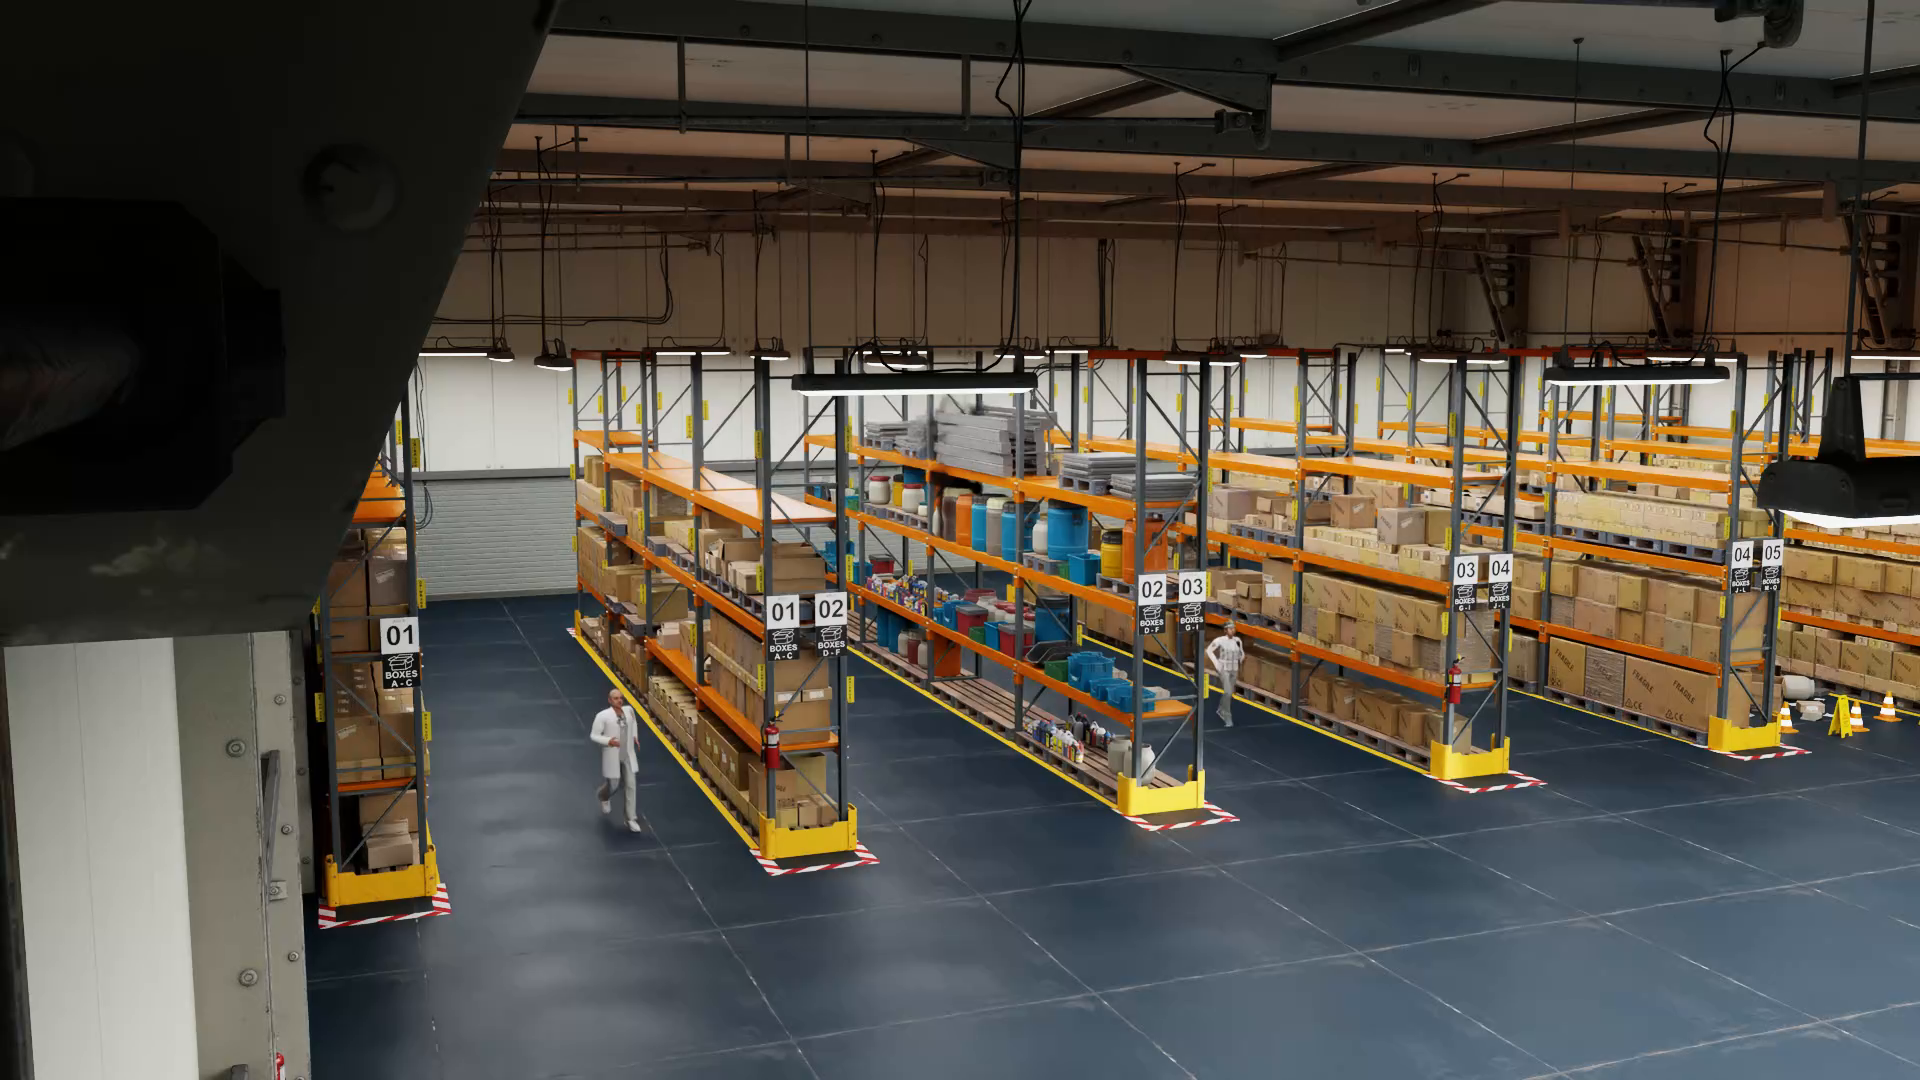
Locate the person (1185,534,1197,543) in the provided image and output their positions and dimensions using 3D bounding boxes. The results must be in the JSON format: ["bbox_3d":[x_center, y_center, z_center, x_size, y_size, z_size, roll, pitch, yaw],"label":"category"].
[{"bbox_3d":[5.656,0.383,41.070,0.740,1.671,0.676,-4,8,-32],"label":"person"}]

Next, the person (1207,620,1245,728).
[{"bbox_3d":[4.348,2.154,27.005,0.601,1.757,0.675,-3,8,-22],"label":"person"}]

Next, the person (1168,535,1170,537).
[{"bbox_3d":[4.767,0.385,40.857,0.827,1.731,0.773,-3,8,-23],"label":"person"}]

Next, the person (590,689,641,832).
[{"bbox_3d":[-4.399,2.789,21.377,0.712,1.776,1.037,-5,9,-35],"label":"person"}]
